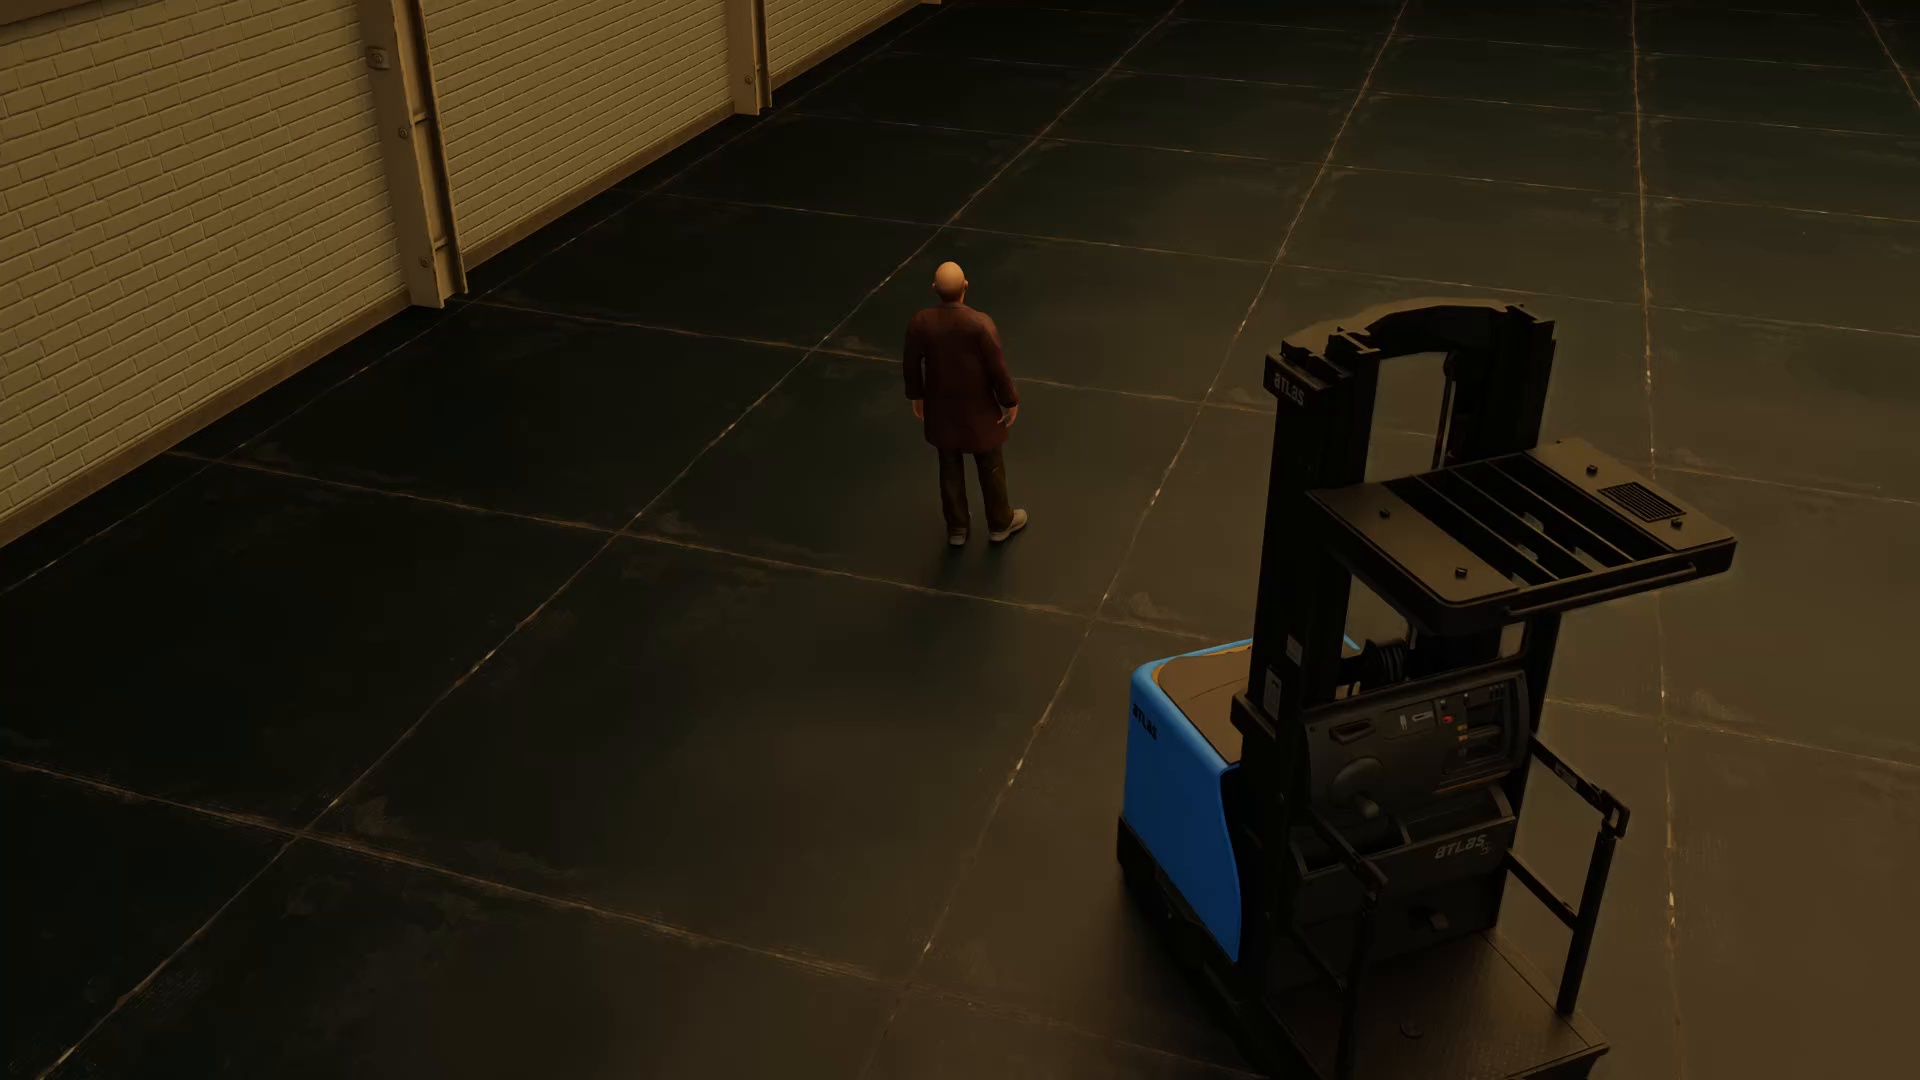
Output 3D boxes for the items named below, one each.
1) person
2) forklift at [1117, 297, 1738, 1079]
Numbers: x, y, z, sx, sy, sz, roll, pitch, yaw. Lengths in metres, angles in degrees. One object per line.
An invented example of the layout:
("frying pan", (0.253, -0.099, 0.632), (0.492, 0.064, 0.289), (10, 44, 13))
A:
("person", (0.033, -0.822, 9.726), (0.698, 1.778, 0.579), (10, 31, 16))
("forklift", (1.721, 0.776, 5.775), (1.130, 2.935, 3.031), (-11, 32, -19))
